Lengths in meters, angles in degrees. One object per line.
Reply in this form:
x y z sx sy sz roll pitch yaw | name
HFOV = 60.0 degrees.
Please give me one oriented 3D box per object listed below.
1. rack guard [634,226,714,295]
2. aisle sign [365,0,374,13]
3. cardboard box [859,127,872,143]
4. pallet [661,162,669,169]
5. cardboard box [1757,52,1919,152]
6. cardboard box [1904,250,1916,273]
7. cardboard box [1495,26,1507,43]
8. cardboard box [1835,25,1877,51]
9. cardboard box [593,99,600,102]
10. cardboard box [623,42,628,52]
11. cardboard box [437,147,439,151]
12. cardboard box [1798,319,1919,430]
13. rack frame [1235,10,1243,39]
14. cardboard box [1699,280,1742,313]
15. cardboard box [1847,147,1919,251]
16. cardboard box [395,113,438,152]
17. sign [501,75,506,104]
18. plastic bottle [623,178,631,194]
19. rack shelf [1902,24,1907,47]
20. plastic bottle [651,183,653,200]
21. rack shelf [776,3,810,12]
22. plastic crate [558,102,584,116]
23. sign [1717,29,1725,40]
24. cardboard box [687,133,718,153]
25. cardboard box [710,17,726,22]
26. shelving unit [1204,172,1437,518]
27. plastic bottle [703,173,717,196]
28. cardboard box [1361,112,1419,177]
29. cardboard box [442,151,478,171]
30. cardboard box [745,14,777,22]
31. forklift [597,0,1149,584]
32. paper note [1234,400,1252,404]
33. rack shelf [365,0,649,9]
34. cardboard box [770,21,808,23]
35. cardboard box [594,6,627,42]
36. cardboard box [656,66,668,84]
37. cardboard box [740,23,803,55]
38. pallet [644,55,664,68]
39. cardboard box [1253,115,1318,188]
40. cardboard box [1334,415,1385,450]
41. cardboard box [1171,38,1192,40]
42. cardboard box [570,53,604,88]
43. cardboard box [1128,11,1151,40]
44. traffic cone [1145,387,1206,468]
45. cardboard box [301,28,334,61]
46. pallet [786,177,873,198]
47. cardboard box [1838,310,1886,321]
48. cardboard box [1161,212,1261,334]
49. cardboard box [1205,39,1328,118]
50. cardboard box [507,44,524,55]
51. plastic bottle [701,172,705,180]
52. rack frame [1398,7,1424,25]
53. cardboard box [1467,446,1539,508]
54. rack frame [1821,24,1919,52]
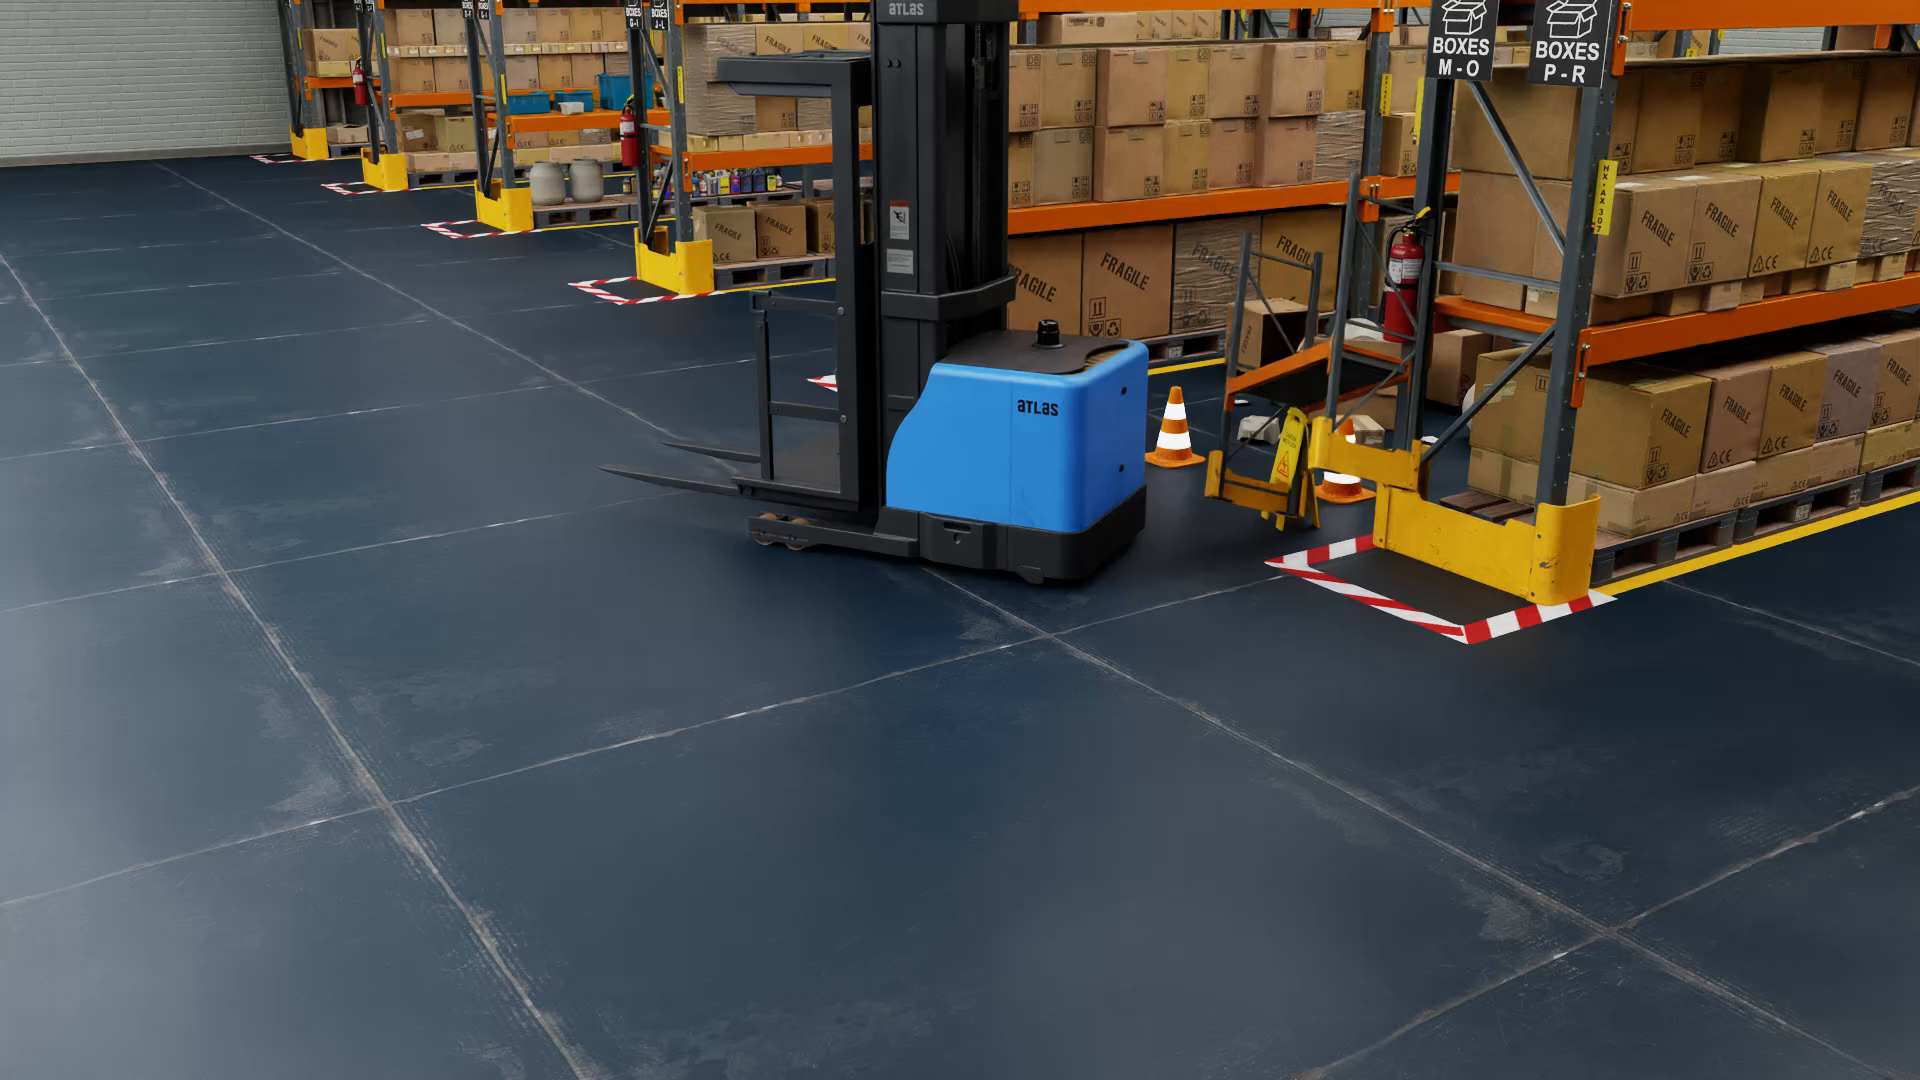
-2.806 -2.748 16.290 0.348 0.500 1.175 -12 22 -31 | rack guard
-8.201 -7.707 22.997 0.004 0.787 0.394 -12 22 -31 | aisle sign
-1.058 -4.104 16.790 0.250 0.149 0.380 -12 22 -31 | cardboard box
-4.380 -6.093 26.635 1.213 0.211 1.003 -12 22 -31 | pallet
4.997 -2.531 9.563 0.500 0.500 0.700 -12 22 -31 | cardboard box
5.140 -1.604 9.397 0.250 0.149 0.380 -12 22 -32 | cardboard box
6.624 -6.440 21.586 0.637 0.503 0.797 -13 22 -33 | cardboard box
10.040 -5.505 18.360 0.500 0.500 0.500 -13 23 -33 | cardboard box
-6.729 -8.190 30.530 0.500 0.250 0.500 -12 22 -33 | cardboard box
-5.083 -7.523 25.343 0.250 0.149 0.380 -12 22 -31 | cardboard box
-7.618 -5.730 24.846 0.500 0.250 0.500 -12 22 -31 | cardboard box
5.152 -0.958 9.559 0.500 0.500 0.500 -11 22 -30 | cardboard box
5.049 -9.387 32.026 0.127 3.000 1.000 -12 22 -31 | rack frame
3.685 -1.259 8.375 0.250 0.149 0.380 -12 22 -31 | cardboard box
5.262 -1.923 9.328 0.500 0.500 0.500 -11 22 -30 | cardboard box
-8.030 -5.994 24.457 0.500 0.500 0.500 -12 22 -31 | cardboard box
-5.294 -5.226 19.287 0.005 0.325 0.100 -12 22 -31 | sign
-4.300 -4.567 21.450 0.097 0.201 0.097 0 19 0 | plastic bottle
7.592 -3.405 10.770 4.000 0.370 1.077 -12 22 -31 | rack shelf
-3.907 -4.395 20.833 0.097 0.271 0.097 0 19 0 | plastic bottle
-0.582 -7.380 22.529 4.000 0.370 1.077 -12 22 -31 | rack shelf
-4.669 -5.190 20.022 0.250 0.136 0.298 -12 22 -31 | plastic crate
10.781 -7.250 23.526 0.005 0.325 0.100 -12 22 -31 | sign
-2.500 -3.786 15.850 0.250 0.149 0.380 -12 22 -31 | cardboard box
-4.632 -9.797 31.381 0.250 0.149 0.380 -16 24 -38 | cardboard box
1.862 -0.964 8.589 0.587 1.500 1.083 11 -10 -20 | shelving unit
-3.200 -4.557 21.305 0.135 0.276 0.152 -11 22 -30 | plastic bottle
3.702 -3.346 14.002 0.500 0.500 0.500 -12 22 -31 | cardboard box
-7.328 -5.589 24.429 0.500 0.250 0.500 -12 22 -31 | cardboard box
-3.815 -9.871 31.636 0.500 0.250 0.500 -11 22 -30 | cardboard box
-0.560 -1.475 8.731 3.031 2.935 1.130 9 21 24 | forklift
1.983 -0.981 11.801 0.142 0.017 0.144 -4 19 -13 | paper note
-6.644 -8.001 24.366 4.000 0.370 1.077 -12 22 -31 | rack shelf
-1.712 -4.920 16.632 0.500 0.500 0.500 -12 22 -31 | cardboard box
-5.341 -7.855 25.314 0.500 0.500 0.700 -12 22 -31 | cardboard box
-4.586 -7.301 26.089 0.500 0.250 0.500 -10 21 -28 | cardboard box
-1.838 -4.691 15.952 0.500 0.500 0.500 -12 22 -31 | cardboard box
-5.991 -8.852 30.742 1.213 0.211 1.003 -12 22 -31 | pallet
2.367 -3.178 13.427 0.550 0.550 0.875 -12 22 -31 | cardboard box
2.564 -0.688 10.747 0.250 0.149 0.380 -1 19 -3 | cardboard box
3.973 -9.104 31.032 0.500 0.500 0.500 -12 22 -31 | cardboard box
-5.777 -7.146 25.241 0.500 0.500 0.700 -12 22 -32 | cardboard box
3.117 -9.393 30.325 0.500 0.500 0.500 -13 22 -33 | cardboard box
1.337 -0.724 10.361 0.334 0.463 0.336 -12 22 -31 | traffic cone
-10.765 -8.327 27.921 0.500 0.500 0.500 -12 22 -32 | cardboard box
-1.618 -4.775 22.739 1.213 0.211 1.003 -12 22 -31 | pallet
5.281 -1.192 10.252 0.500 0.500 0.500 -11 21 -29 | cardboard box
1.801 -2.219 13.485 0.875 0.875 0.875 -12 22 -31 | cardboard box
2.393 -3.677 13.216 0.550 0.550 0.875 -12 22 -31 | cardboard box
-6.584 -7.205 24.404 0.250 0.149 0.380 -12 22 -31 | cardboard box
-3.259 -4.589 21.388 0.133 0.283 0.061 -12 22 -31 | plastic bottle
7.770 -8.061 28.105 0.127 3.000 1.000 -12 22 -31 | rack frame
3.129 -0.383 9.029 0.500 0.250 0.500 -12 22 -32 | cardboard box
9.797 -4.688 18.125 0.127 3.000 1.000 -12 22 -31 | rack frame
